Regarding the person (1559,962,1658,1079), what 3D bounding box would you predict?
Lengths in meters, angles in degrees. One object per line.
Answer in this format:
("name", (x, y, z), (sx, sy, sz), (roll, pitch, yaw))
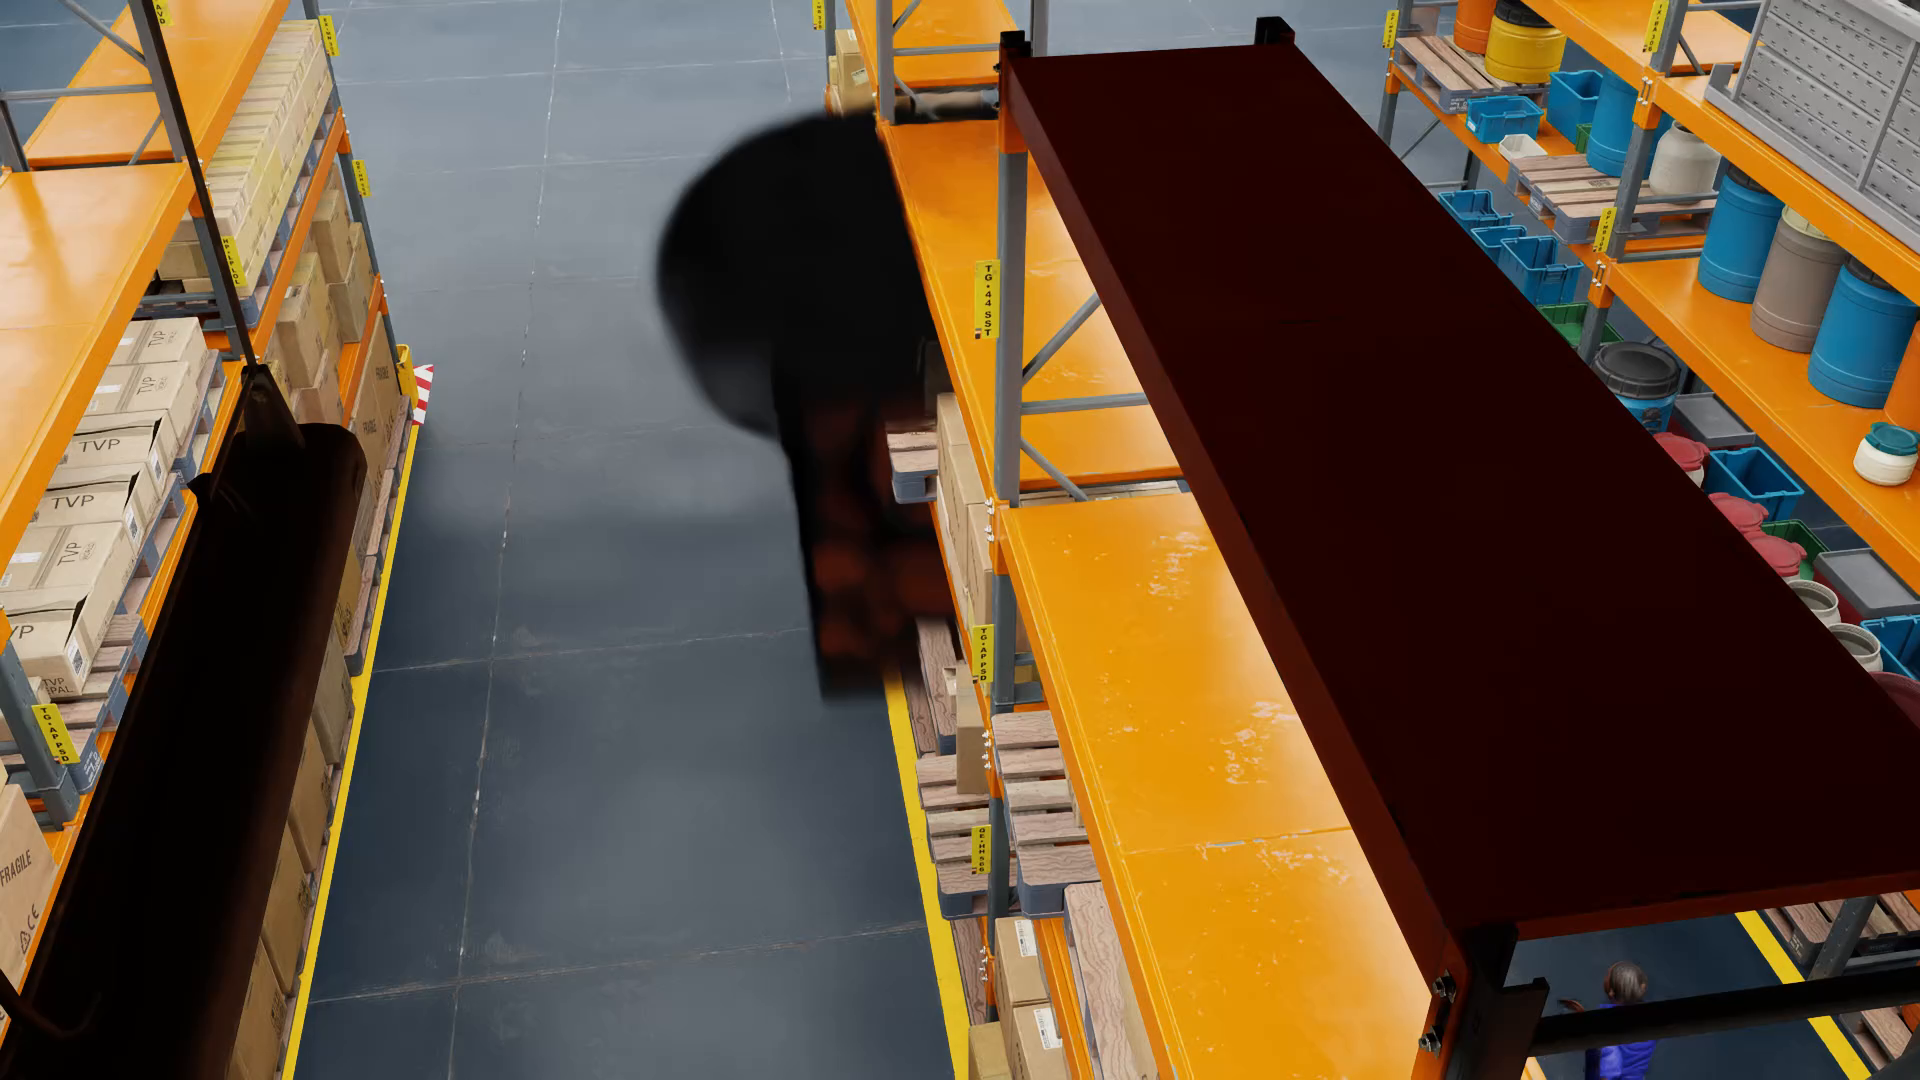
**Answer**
("person", (3.112, 2.719, 8.033), (0.580, 1.618, 0.885), (-14, 38, -18))
